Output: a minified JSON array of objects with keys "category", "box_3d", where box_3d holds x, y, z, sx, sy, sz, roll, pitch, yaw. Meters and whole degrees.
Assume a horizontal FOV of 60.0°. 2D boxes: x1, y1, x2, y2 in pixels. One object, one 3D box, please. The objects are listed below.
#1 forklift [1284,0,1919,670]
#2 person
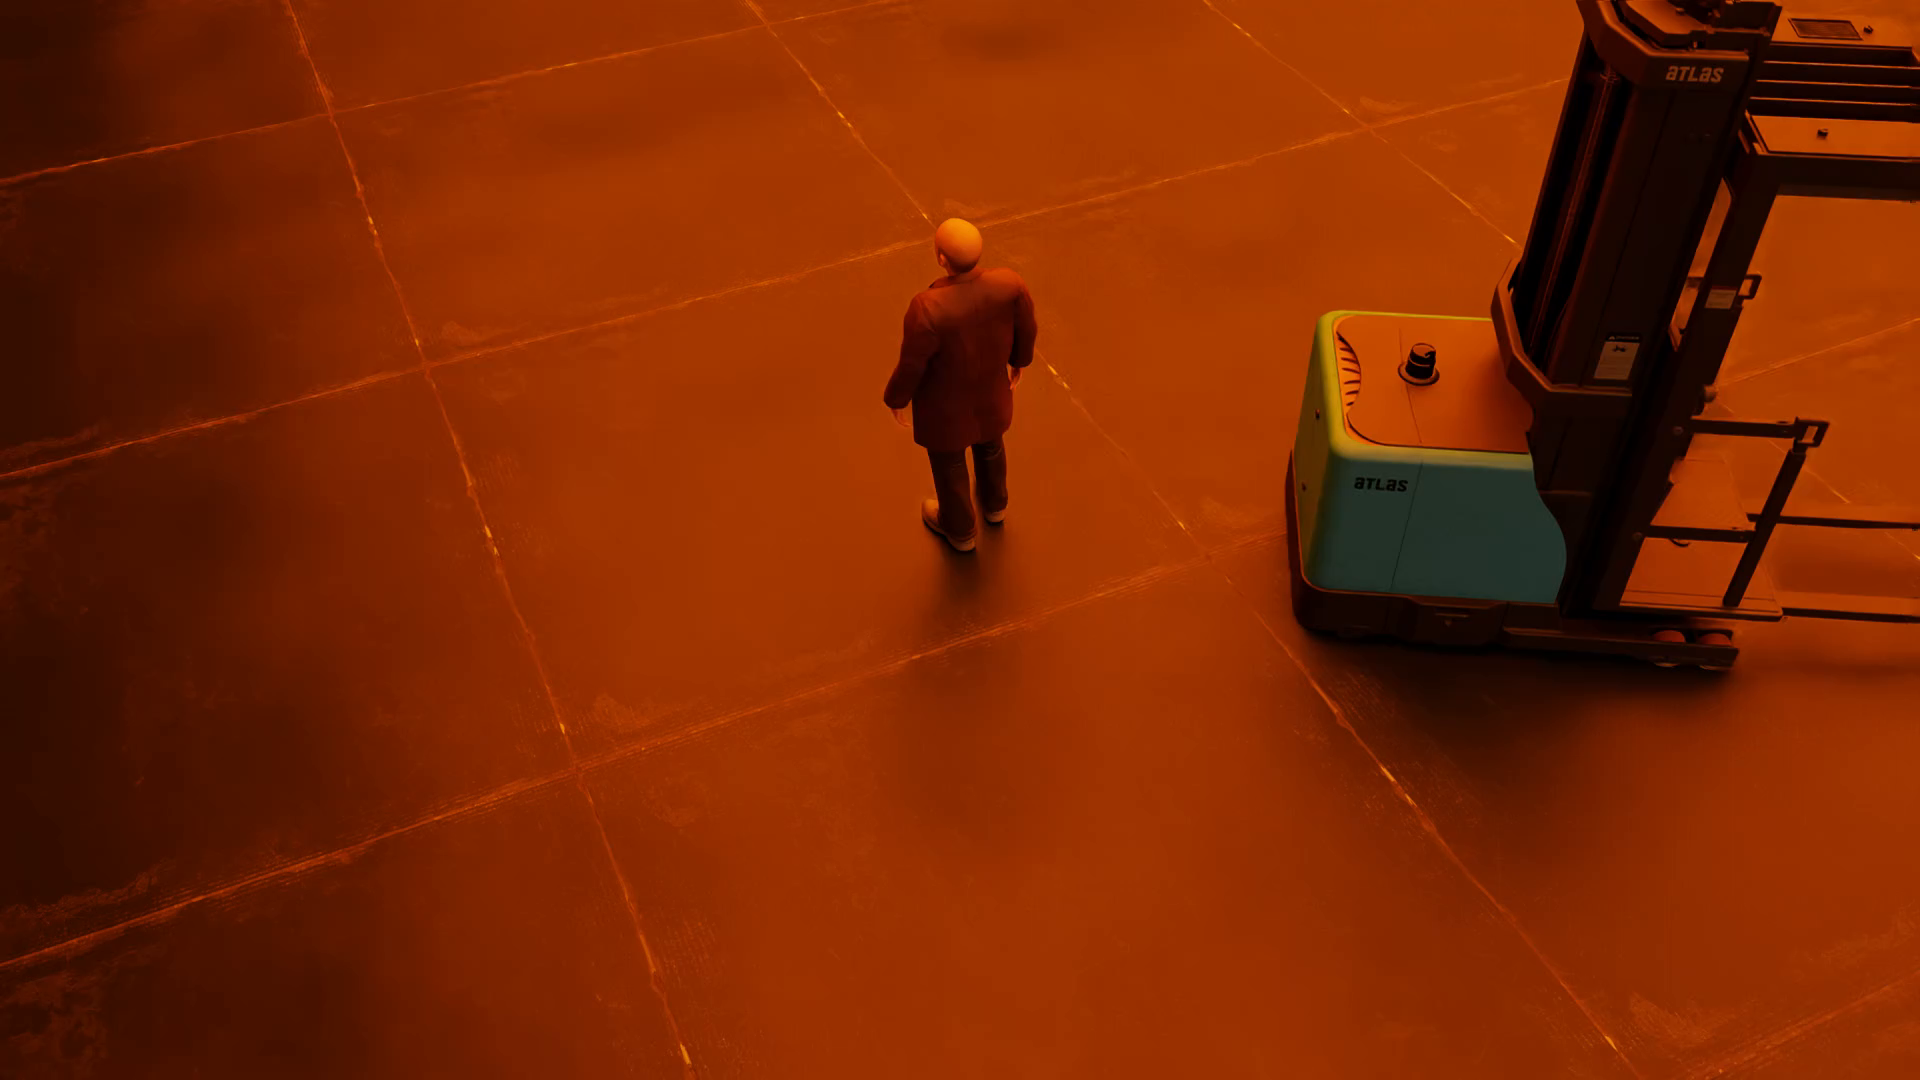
[{"category":"forklift","box_3d":[3.029,-0.890,6.633,3.031,2.935,1.130,4,43,4]},{"category":"person","box_3d":[-0.035,-0.713,7.279,0.698,1.777,0.579,-18,46,-18]}]
